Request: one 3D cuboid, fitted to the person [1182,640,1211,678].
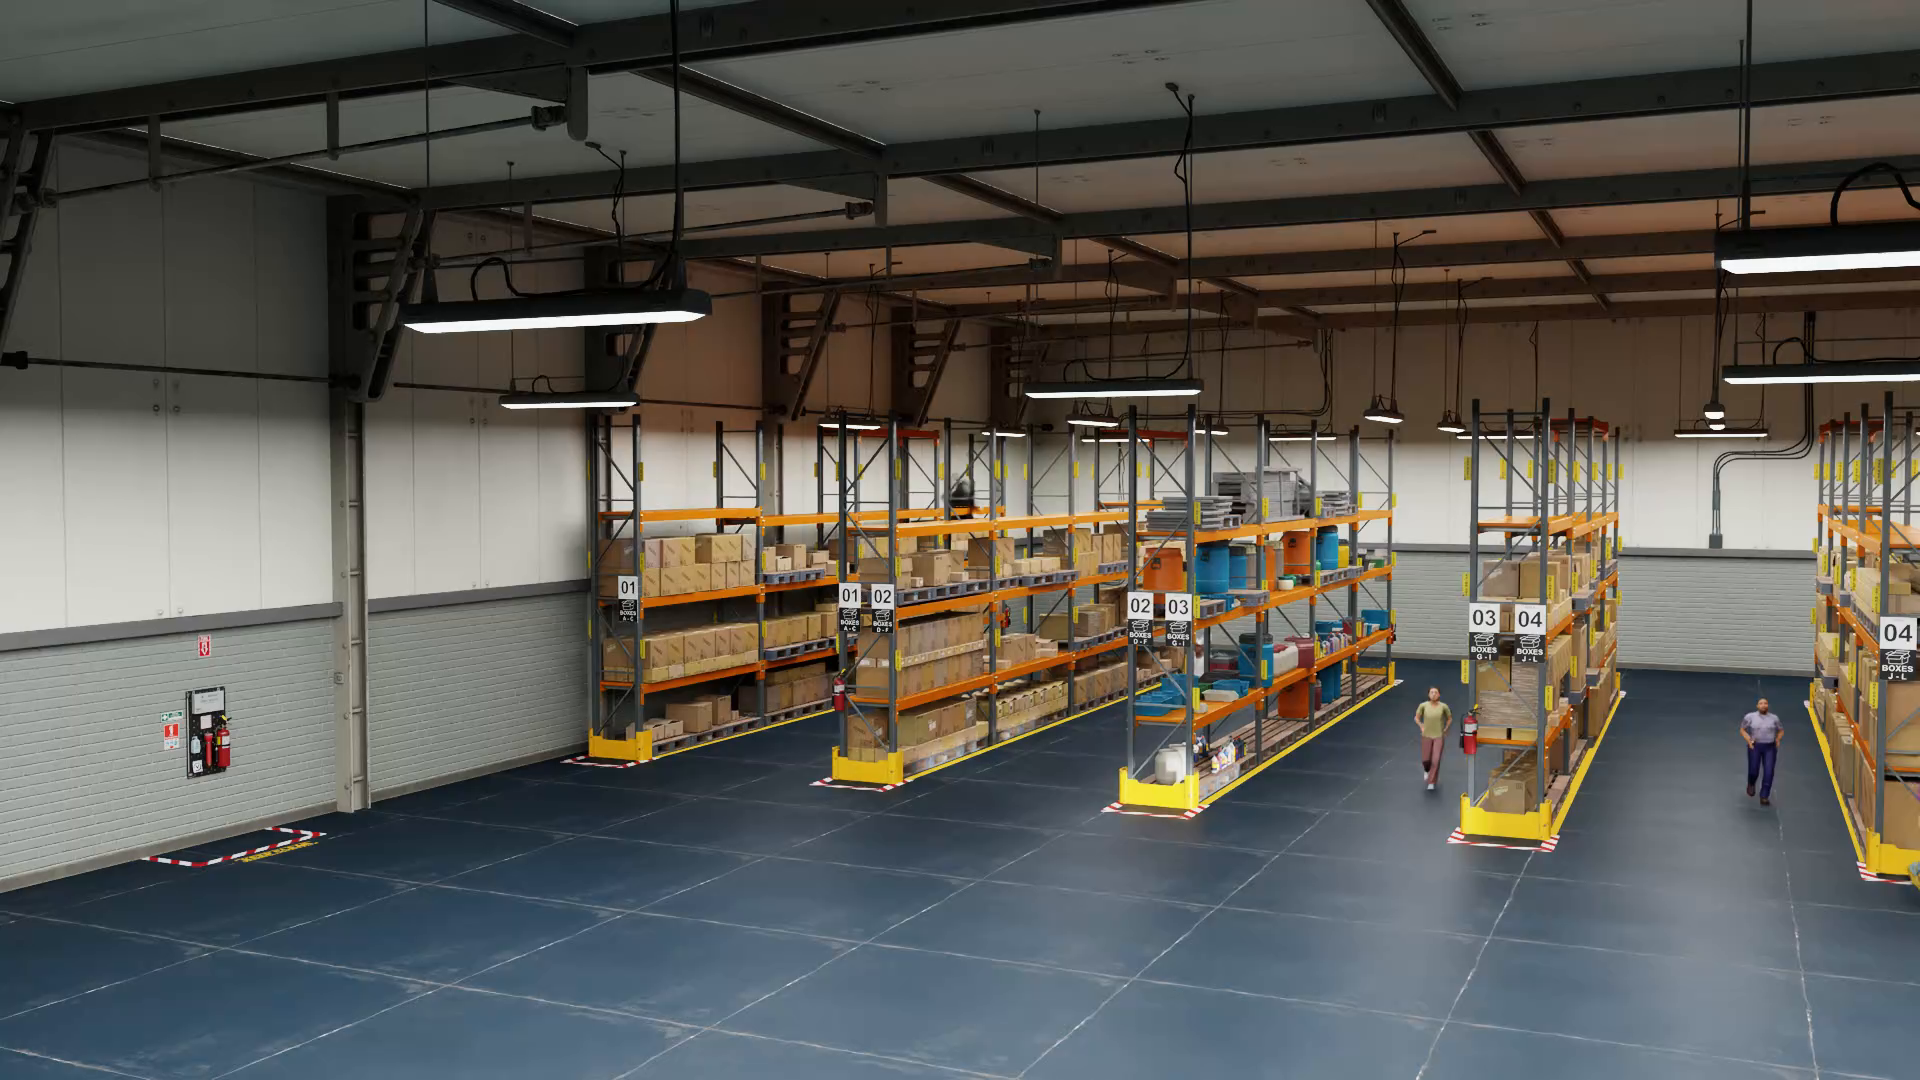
[{"bbox_3d":[4.646,2.812,32.390,0.696,1.730,0.639,1,3,25],"label":"person"}]

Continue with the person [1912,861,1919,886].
[{"bbox_3d":[11.298,3.379,18.804,0.677,1.752,1.046,-1,2,-18],"label":"person"}]

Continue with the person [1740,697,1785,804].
[{"bbox_3d":[12.092,3.169,25.044,0.601,1.599,0.562,1,2,19],"label":"person"}]

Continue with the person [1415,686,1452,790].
[{"bbox_3d":[7.453,3.108,26.182,0.564,1.624,0.535,1,2,15],"label":"person"}]
